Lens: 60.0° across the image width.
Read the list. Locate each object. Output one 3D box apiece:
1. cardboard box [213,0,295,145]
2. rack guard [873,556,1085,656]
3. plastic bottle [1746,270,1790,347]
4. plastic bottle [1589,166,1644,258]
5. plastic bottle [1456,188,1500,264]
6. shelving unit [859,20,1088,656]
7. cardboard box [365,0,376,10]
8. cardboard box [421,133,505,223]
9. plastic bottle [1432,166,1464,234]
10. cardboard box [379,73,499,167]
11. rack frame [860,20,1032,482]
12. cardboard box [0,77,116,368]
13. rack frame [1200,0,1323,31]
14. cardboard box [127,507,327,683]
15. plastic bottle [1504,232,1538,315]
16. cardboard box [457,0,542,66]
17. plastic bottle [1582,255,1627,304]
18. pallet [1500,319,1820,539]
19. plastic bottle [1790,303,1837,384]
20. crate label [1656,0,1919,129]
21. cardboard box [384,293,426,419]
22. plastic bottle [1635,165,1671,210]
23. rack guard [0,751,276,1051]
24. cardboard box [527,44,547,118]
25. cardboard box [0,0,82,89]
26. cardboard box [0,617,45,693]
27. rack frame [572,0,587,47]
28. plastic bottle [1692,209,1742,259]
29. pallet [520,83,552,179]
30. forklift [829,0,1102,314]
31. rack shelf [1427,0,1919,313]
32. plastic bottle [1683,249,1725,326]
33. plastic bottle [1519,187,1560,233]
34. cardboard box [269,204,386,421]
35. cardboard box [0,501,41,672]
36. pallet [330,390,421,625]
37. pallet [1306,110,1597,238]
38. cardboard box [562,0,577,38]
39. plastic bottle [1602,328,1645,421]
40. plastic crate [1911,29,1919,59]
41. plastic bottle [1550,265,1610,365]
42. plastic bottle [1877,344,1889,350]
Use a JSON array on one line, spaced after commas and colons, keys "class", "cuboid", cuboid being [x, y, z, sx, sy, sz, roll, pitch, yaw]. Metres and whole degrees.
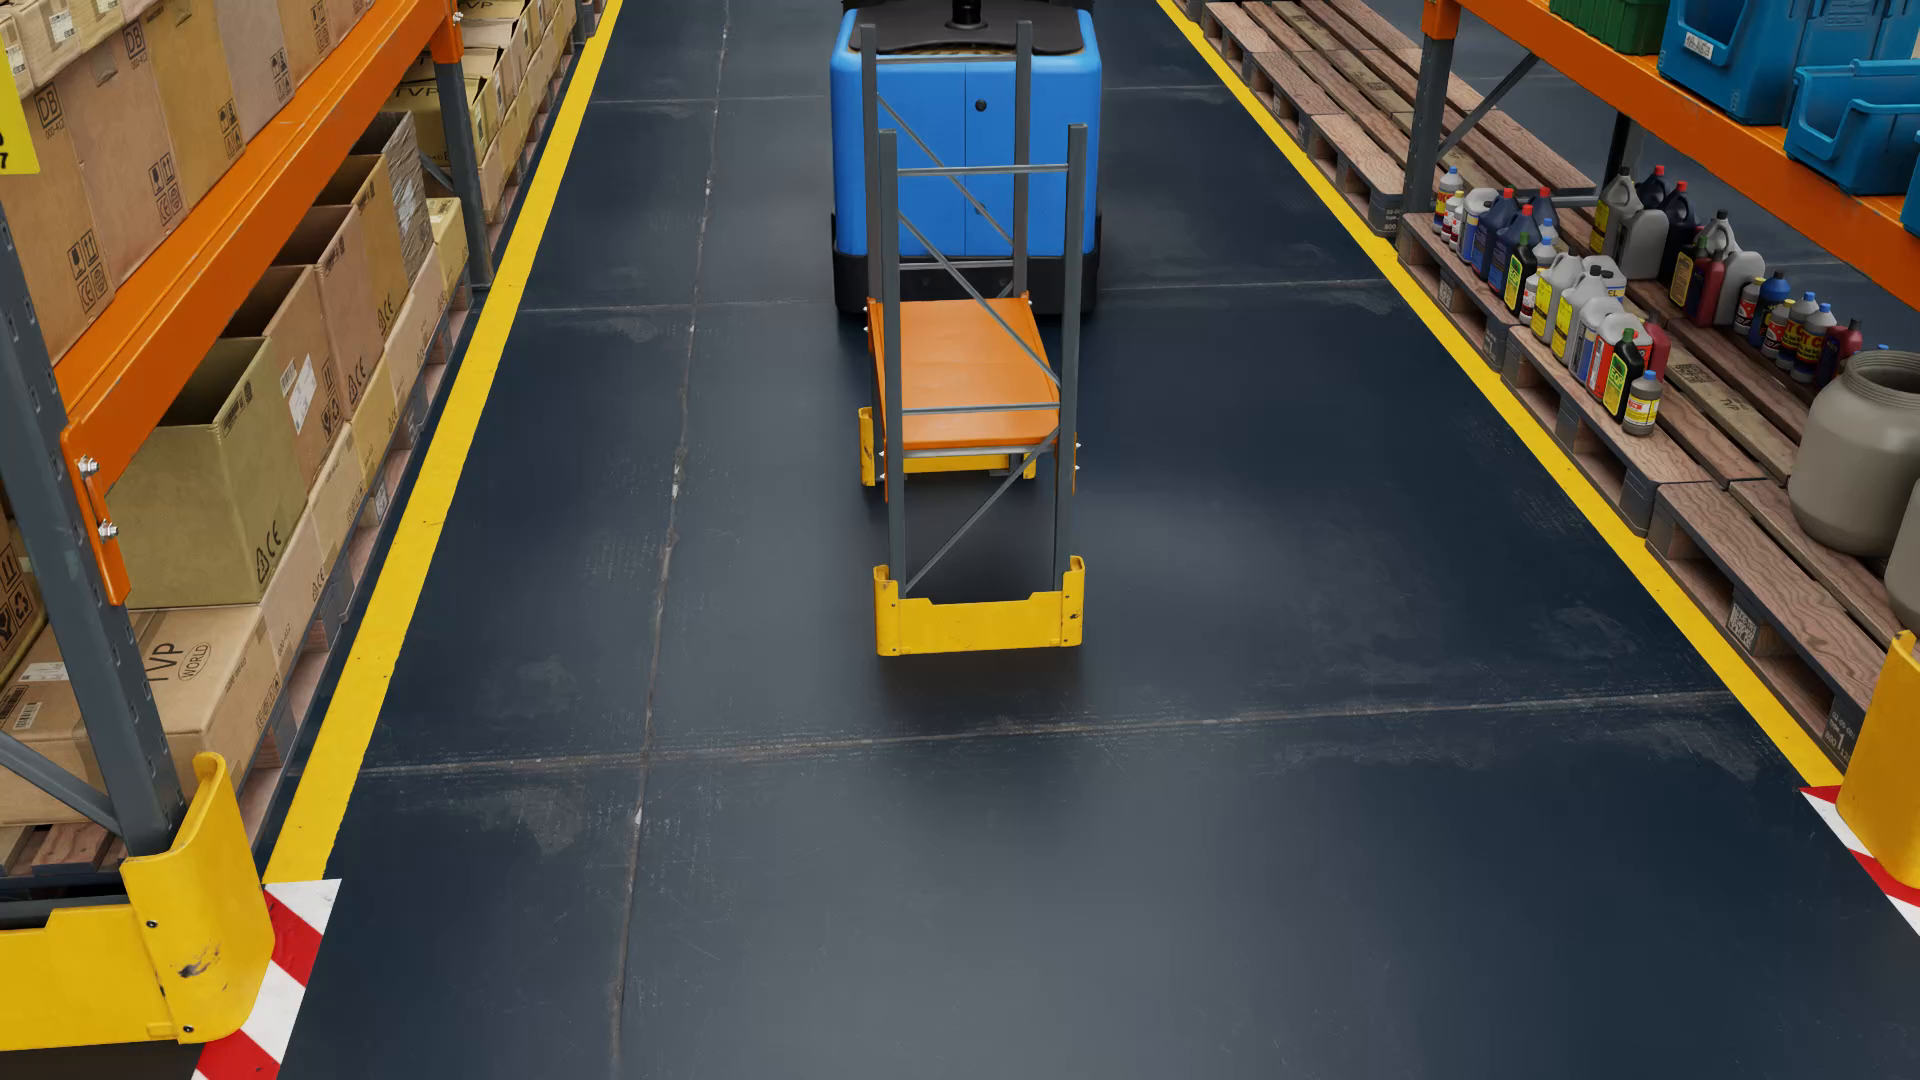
[{"class": "cardboard box", "cuboid": [-2.290, -1.383, 4.543, 0.700, 0.500, 0.500, -2, 31, -3]}, {"class": "rack guard", "cuboid": [0.054, 0.186, 4.695, 0.587, 0.250, 0.087, -3, 31, -5]}, {"class": "plastic bottle", "cuboid": [2.900, -0.834, 5.953, 0.097, 0.271, 0.097, 0, 31, 0]}, {"class": "plastic bottle", "cuboid": [2.650, -1.318, 6.686, 0.144, 0.351, 0.185, -3, 31, -5]}, {"class": "plastic bottle", "cuboid": [2.097, -1.261, 6.662, 0.152, 0.276, 0.135, -2, 31, -3]}, {"class": "shelving unit", "cuboid": [0.007, -0.605, 4.800, 0.587, 1.500, 1.083, -3, 31, -5]}, {"class": "cardboard box", "cuboid": [-2.438, -2.170, 5.860, 0.700, 0.500, 0.500, -4, 31, -6]}, {"class": "cardboard box", "cuboid": [-2.277, -1.571, 7.226, 0.500, 0.250, 0.500, -3, 31, -6]}, {"class": "plastic bottle", "cuboid": [2.039, -1.422, 6.938, 0.097, 0.271, 0.097, 0, 31, 0]}, {"class": "cardboard box", "cuboid": [-2.277, -1.817, 7.091, 0.500, 0.311, 0.500, -3, 31, -4]}, {"class": "rack frame", "cuboid": [-0.040, -0.860, 5.227, 0.500, 1.500, 0.032, -3, 31, -5]}, {"class": "cardboard box", "cuboid": [-2.143, -0.593, 3.220, 0.700, 0.500, 0.500, -3, 31, -5]}, {"class": "rack frame", "cuboid": [2.072, -4.631, 10.077, 1.000, 3.000, 0.127, -3, 31, -5]}, {"class": "cardboard box", "cuboid": [-1.991, 0.150, 4.346, 0.500, 0.250, 0.500, -3, 31, -5]}, {"class": "plastic bottle", "cuboid": [2.100, -0.997, 6.213, 0.061, 0.283, 0.133, -1, 31, -2]}, {"class": "cardboard box", "cuboid": [-2.421, -2.601, 8.405, 0.500, 0.311, 0.500, -2, 31, -3]}, {"class": "plastic bottle", "cuboid": [2.311, -0.883, 6.029, 0.152, 0.276, 0.135, -3, 31, -5]}, {"class": "pallet", "cuboid": [2.584, -0.422, 5.751, 1.003, 0.211, 1.213, -3, 31, -5]}, {"class": "plastic bottle", "cuboid": [2.929, -0.679, 5.694, 0.097, 0.271, 0.097, 0, 31, 0]}, {"class": "crate label", "cuboid": [2.379, -1.488, 4.782, 0.502, 0.435, 0.616, -3, 31, -5]}, {"class": "cardboard box", "cuboid": [-2.127, -0.616, 5.629, 0.500, 0.250, 0.500, -3, 31, -5]}, {"class": "plastic bottle", "cuboid": [2.793, -1.325, 6.698, 0.144, 0.351, 0.185, -4, 31, -6]}, {"class": "rack guard", "cuboid": [-2.110, 0.775, 3.466, 1.175, 0.500, 0.348, -3, 31, -5]}, {"class": "cardboard box", "cuboid": [-2.421, -2.356, 8.541, 0.500, 0.250, 0.500, -2, 31, -4]}, {"class": "cardboard box", "cuboid": [-1.962, -0.978, 3.231, 0.380, 0.149, 0.250, -4, 31, -6]}, {"class": "cardboard box", "cuboid": [-2.456, 0.430, 3.877, 0.500, 0.250, 0.500, -3, 31, -5]}, {"class": "rack frame", "cuboid": [-2.860, -4.395, 9.683, 1.000, 3.000, 0.127, -3, 31, -5]}, {"class": "plastic bottle", "cuboid": [2.841, -1.062, 6.257, 0.144, 0.351, 0.185, -3, 31, -5]}, {"class": "pallet", "cuboid": [-2.711, -2.155, 8.651, 1.003, 0.211, 1.213, -3, 31, -5]}, {"class": "forklift", "cuboid": [0.038, -2.872, 7.200, 1.130, 2.935, 3.031, 0, 31, 1]}, {"class": "rack shelf", "cuboid": [2.633, -1.259, 5.133, 1.077, 0.370, 4.000, -3, 31, -5]}, {"class": "plastic bottle", "cuboid": [2.747, -0.945, 6.126, 0.061, 0.283, 0.133, -3, 31, -5]}, {"class": "plastic bottle", "cuboid": [2.252, -1.215, 6.513, 0.144, 0.351, 0.185, -3, 31, -5]}, {"class": "cardboard box", "cuboid": [-2.078, -0.683, 5.009, 0.500, 0.500, 0.500, -3, 31, -5]}, {"class": "cardboard box", "cuboid": [-2.459, 0.108, 3.685, 0.500, 0.500, 0.500, -3, 31, -5]}, {"class": "pallet", "cuboid": [-2.336, -0.124, 5.251, 1.003, 0.211, 1.213, -3, 31, -5]}, {"class": "pallet", "cuboid": [2.334, -1.790, 8.042, 1.003, 0.211, 1.213, -3, 31, -5]}, {"class": "cardboard box", "cuboid": [-2.568, -3.138, 9.851, 0.500, 0.250, 0.500, -2, 31, -3]}, {"class": "plastic bottle", "cuboid": [2.183, -0.544, 5.456, 0.061, 0.283, 0.133, -2, 31, -3]}, {"class": "plastic crate", "cuboid": [2.850, -1.658, 5.358, 0.530, 0.136, 0.437, -3, 31, -5]}, {"class": "plastic bottle", "cuboid": [2.183, -0.800, 5.818, 0.144, 0.351, 0.185, -2, 31, -3]}, {"class": "plastic bottle", "cuboid": [2.961, -0.504, 5.401, 0.097, 0.271, 0.097, 0, 31, 0]}]
